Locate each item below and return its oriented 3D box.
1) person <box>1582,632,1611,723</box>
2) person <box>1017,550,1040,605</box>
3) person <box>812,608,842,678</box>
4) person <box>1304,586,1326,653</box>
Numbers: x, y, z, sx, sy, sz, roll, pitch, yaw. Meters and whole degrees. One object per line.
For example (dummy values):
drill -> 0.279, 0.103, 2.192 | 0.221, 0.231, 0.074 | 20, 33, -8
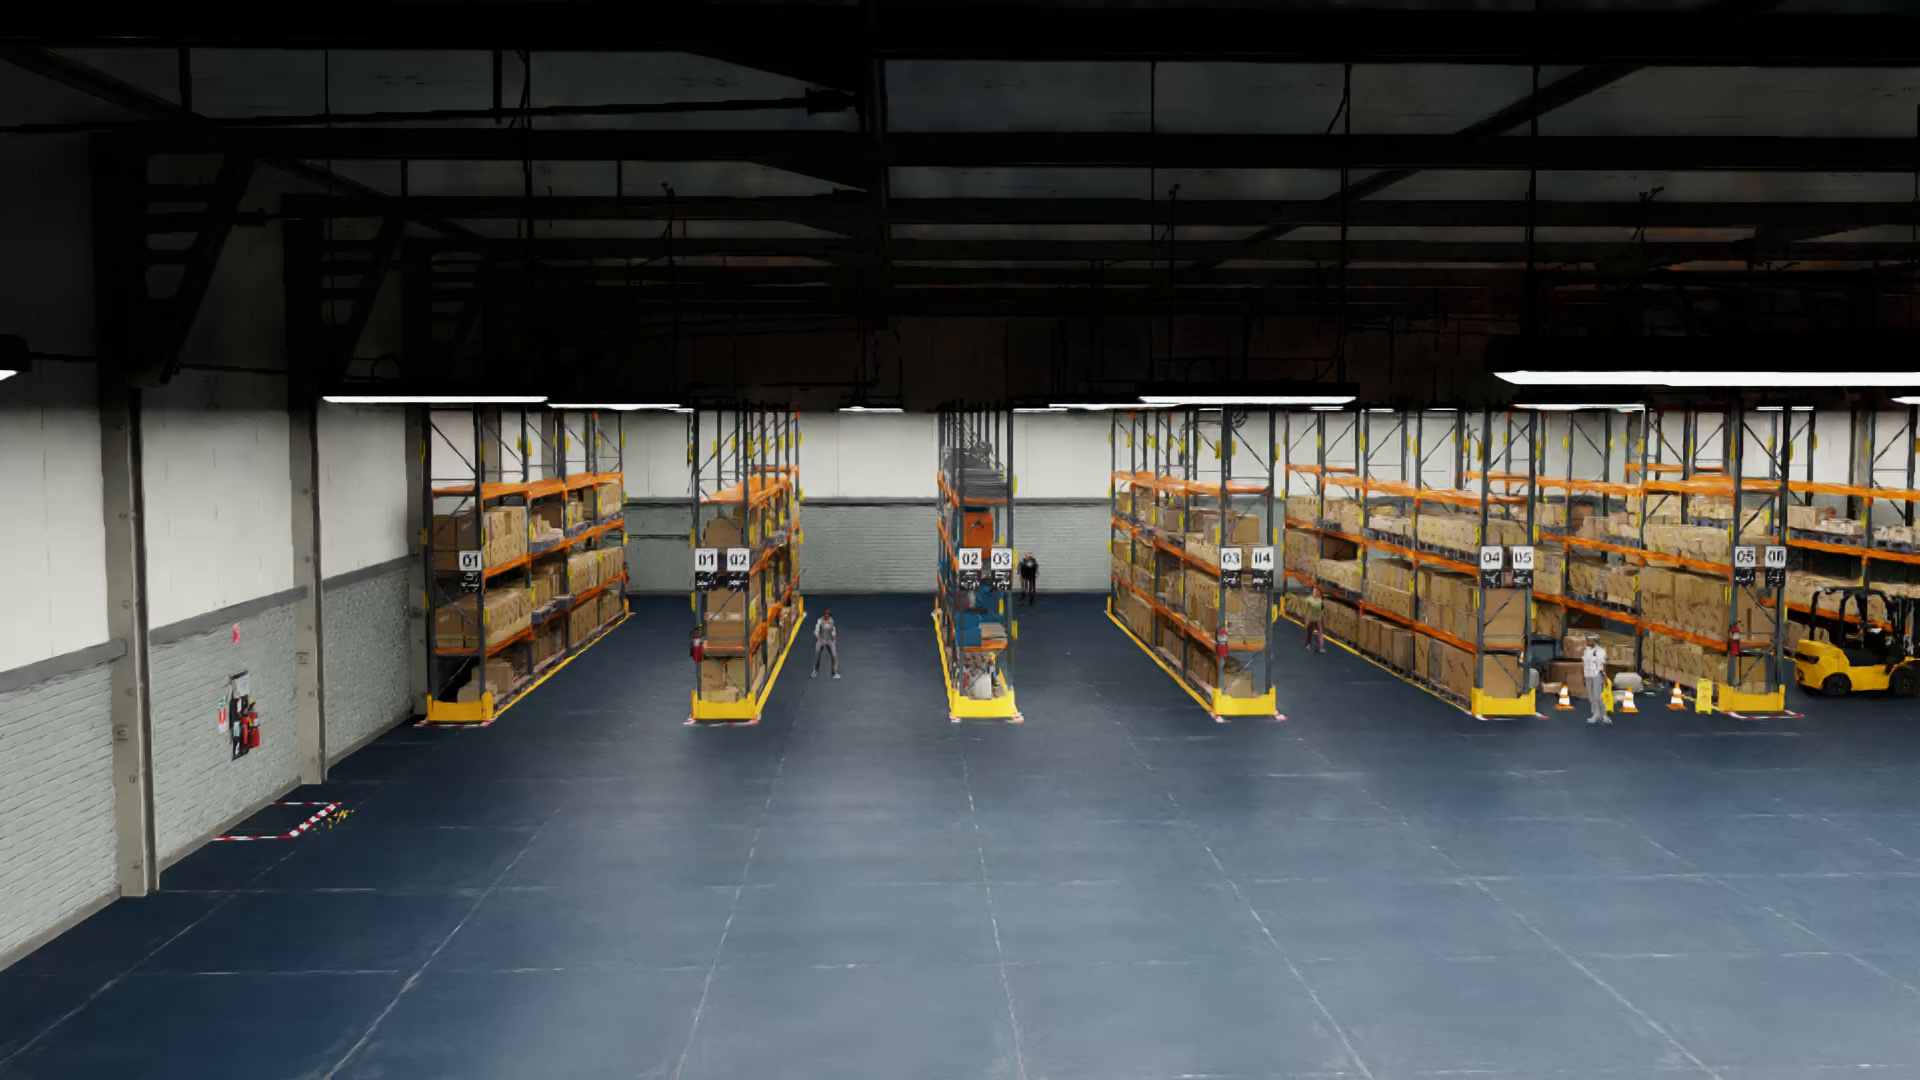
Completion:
person -> 11.782, 2.545, 30.774 | 0.397, 1.667, 0.574 | -3, 5, -33
person -> 2.041, 1.127, 49.651 | 0.677, 1.671, 0.534 | 0, 4, -5
person -> -2.919, 2.211, 36.055 | 0.562, 1.527, 0.782 | -2, 5, -19
person -> 8.487, 1.885, 39.885 | 0.448, 1.588, 1.109 | 0, 4, 1
